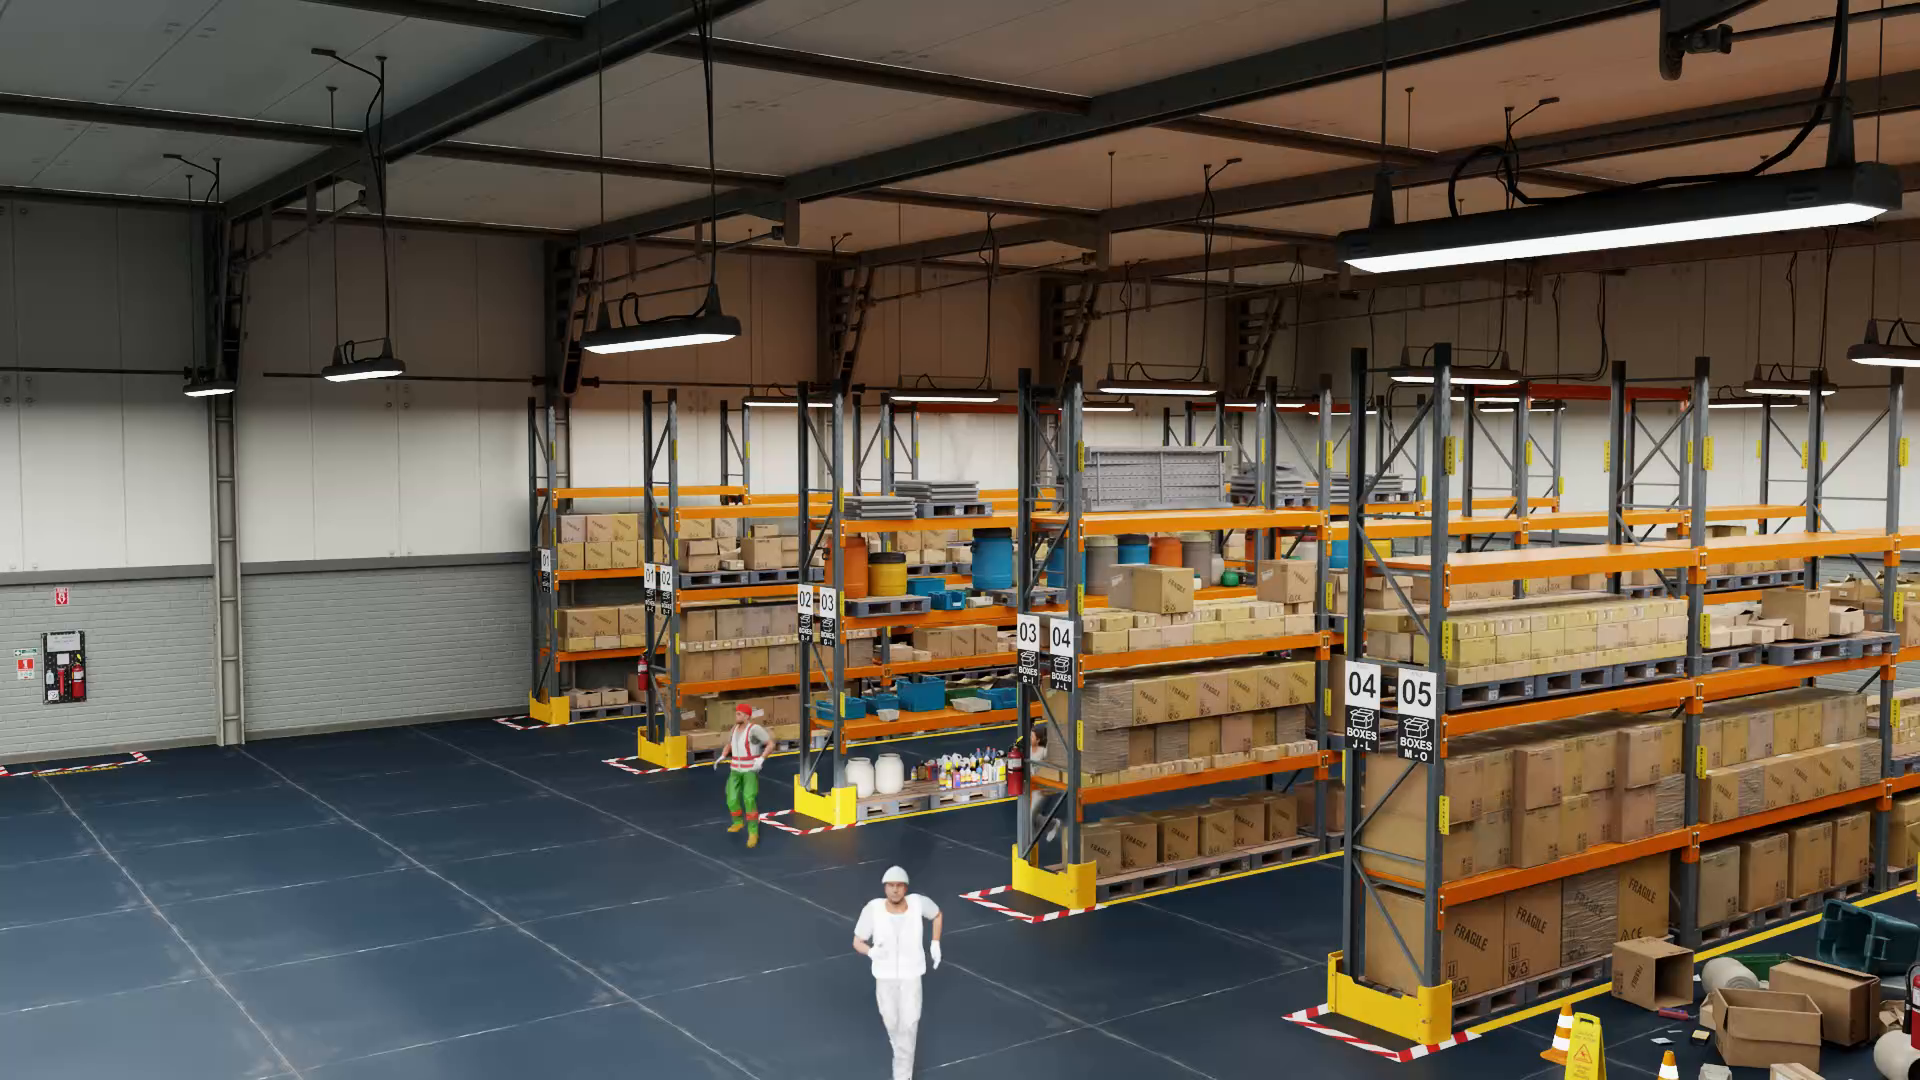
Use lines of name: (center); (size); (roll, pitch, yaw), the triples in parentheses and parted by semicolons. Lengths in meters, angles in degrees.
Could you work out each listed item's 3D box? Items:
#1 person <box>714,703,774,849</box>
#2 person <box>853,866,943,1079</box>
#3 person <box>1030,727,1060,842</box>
person: (-2.853, 3.012, 21.540); (0.812, 1.773, 0.714); (1, 4, 24)
person: (-0.495, 3.509, 13.290); (0.702, 1.865, 0.848); (0, 3, 1)
person: (0.990, 3.138, 20.687); (0.767, 1.638, 0.588); (-3, 5, -42)
